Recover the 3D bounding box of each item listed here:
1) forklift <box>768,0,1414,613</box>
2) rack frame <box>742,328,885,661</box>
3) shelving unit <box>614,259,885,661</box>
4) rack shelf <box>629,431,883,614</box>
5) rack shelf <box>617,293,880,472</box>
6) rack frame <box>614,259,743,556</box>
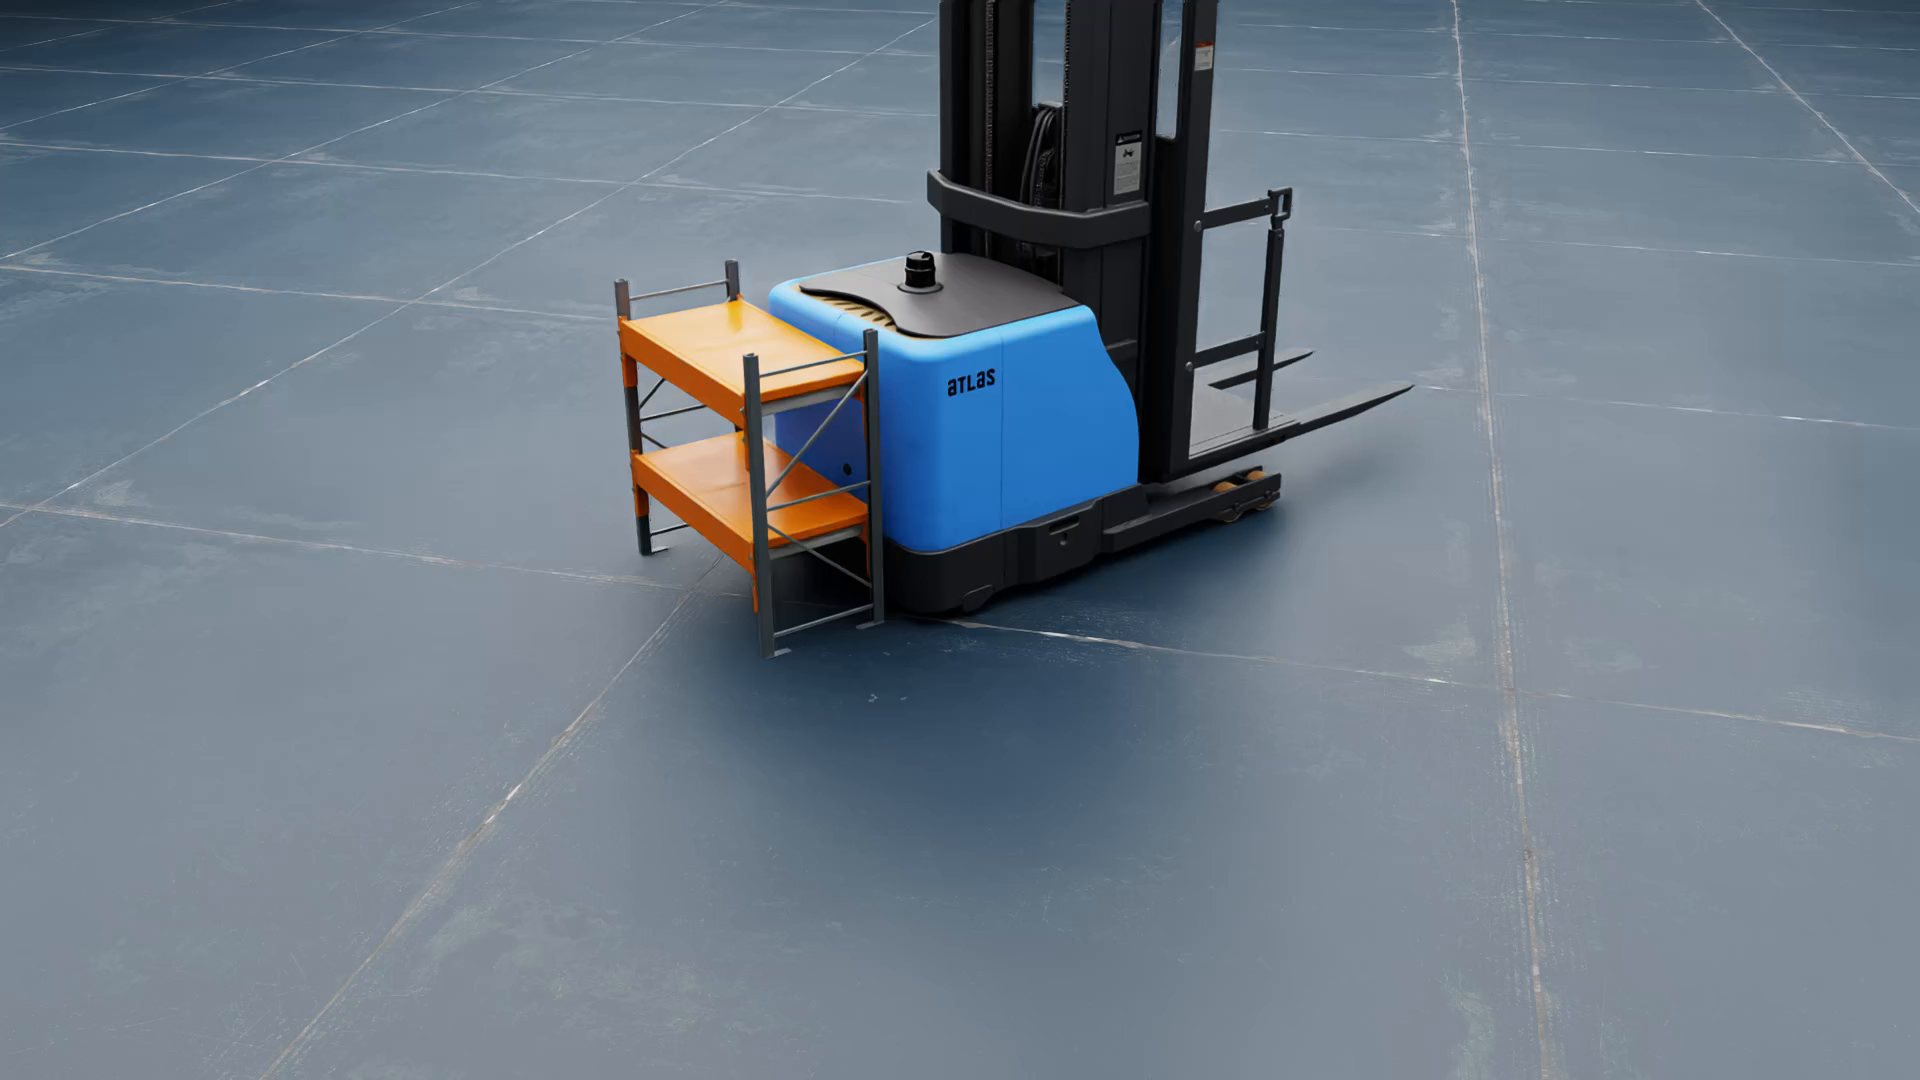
[{"bbox_3d":[0.728,-1.555,6.607,3.031,2.935,1.130,-19,31,-34],"label":"forklift"},{"bbox_3d":[-0.492,-0.148,5.752,0.500,1.125,0.032,-16,30,-31],"label":"rack frame"},{"bbox_3d":[-0.779,-0.328,6.131,0.538,1.125,1.048,-16,30,-31],"label":"shelving unit"},{"bbox_3d":[-0.779,-0.108,6.236,0.538,0.278,1.000,-16,30,-31],"label":"rack shelf"},{"bbox_3d":[-0.779,-0.593,6.005,0.538,0.278,1.000,-16,30,-31],"label":"rack shelf"},{"bbox_3d":[-1.066,-0.509,6.510,0.500,1.125,0.032,-16,30,-31],"label":"rack frame"}]
